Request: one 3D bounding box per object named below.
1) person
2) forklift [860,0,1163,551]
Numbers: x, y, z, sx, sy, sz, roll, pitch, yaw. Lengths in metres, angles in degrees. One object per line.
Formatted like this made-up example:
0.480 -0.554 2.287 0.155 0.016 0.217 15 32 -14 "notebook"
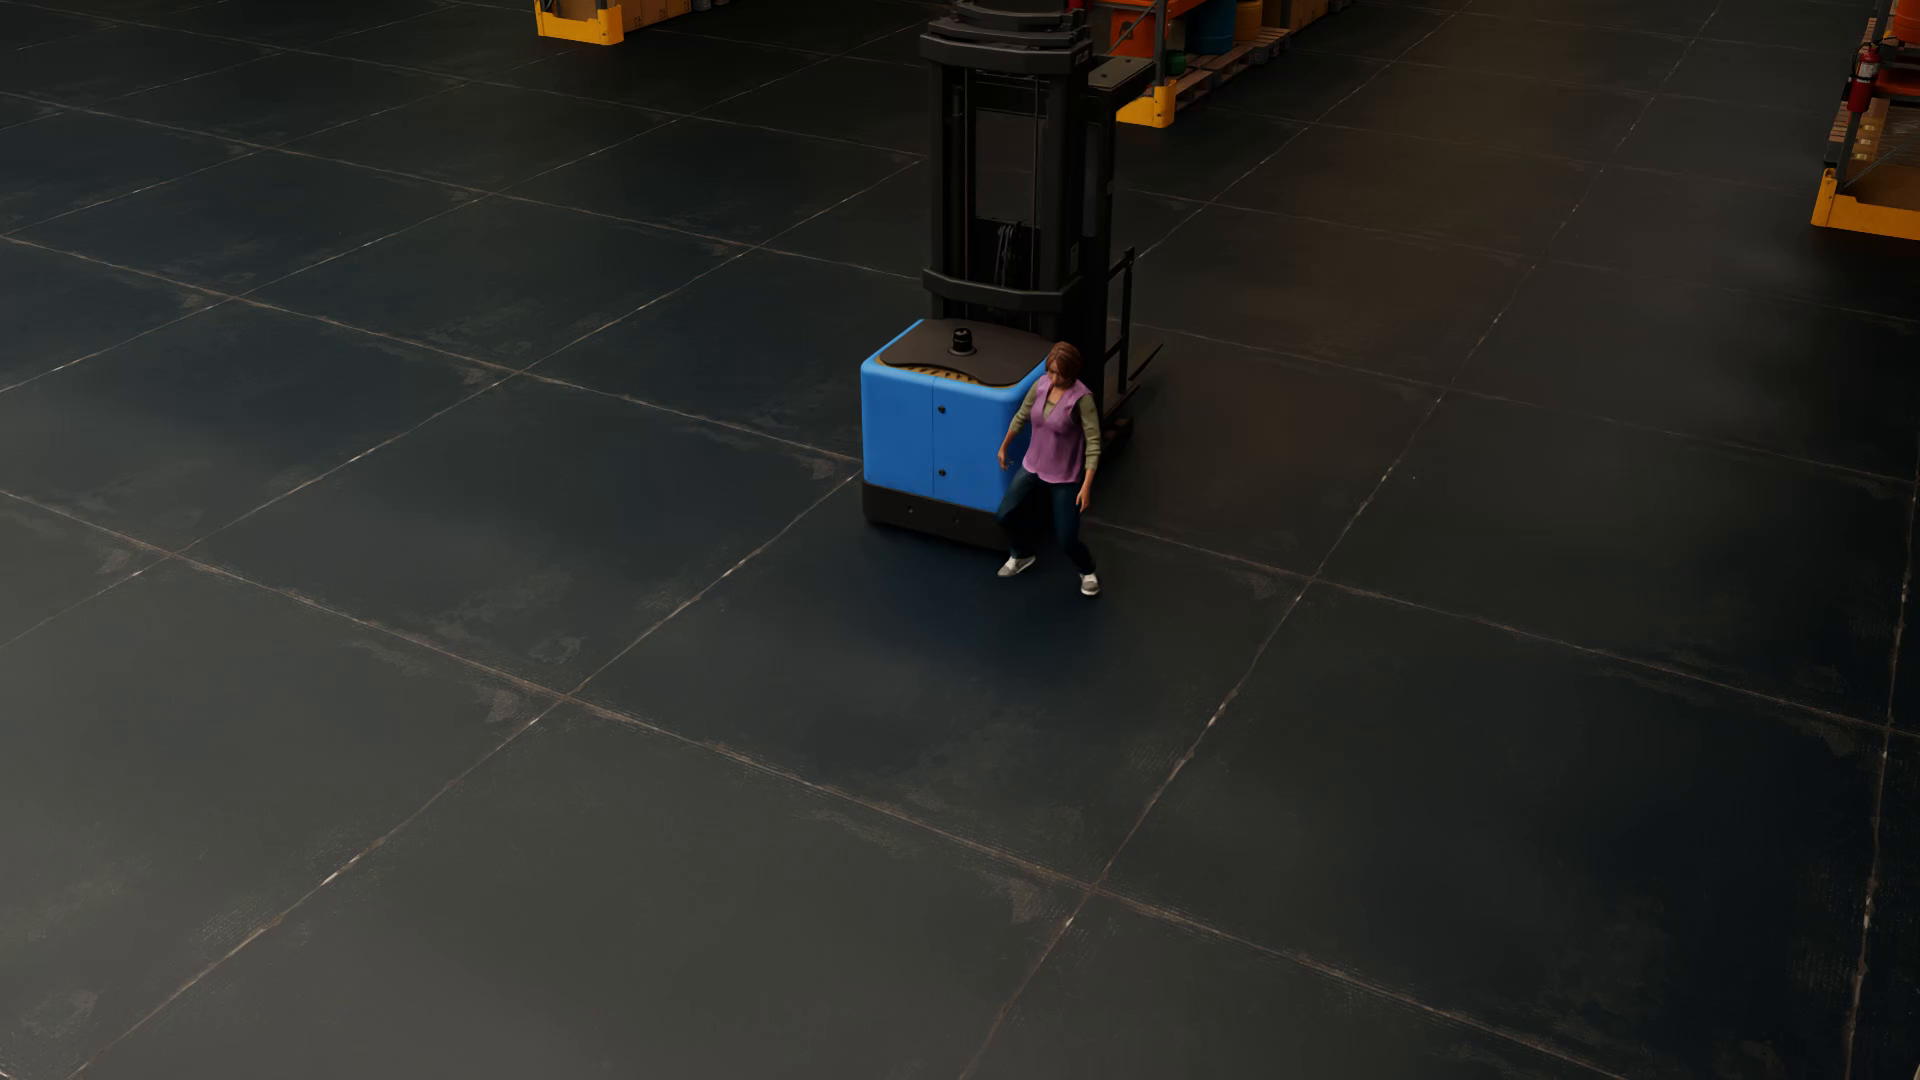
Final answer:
0.509 -0.385 9.201 0.710 1.534 0.459 26 39 38 "person"
0.507 -1.919 10.395 1.130 2.935 3.031 14 33 22 "forklift"
